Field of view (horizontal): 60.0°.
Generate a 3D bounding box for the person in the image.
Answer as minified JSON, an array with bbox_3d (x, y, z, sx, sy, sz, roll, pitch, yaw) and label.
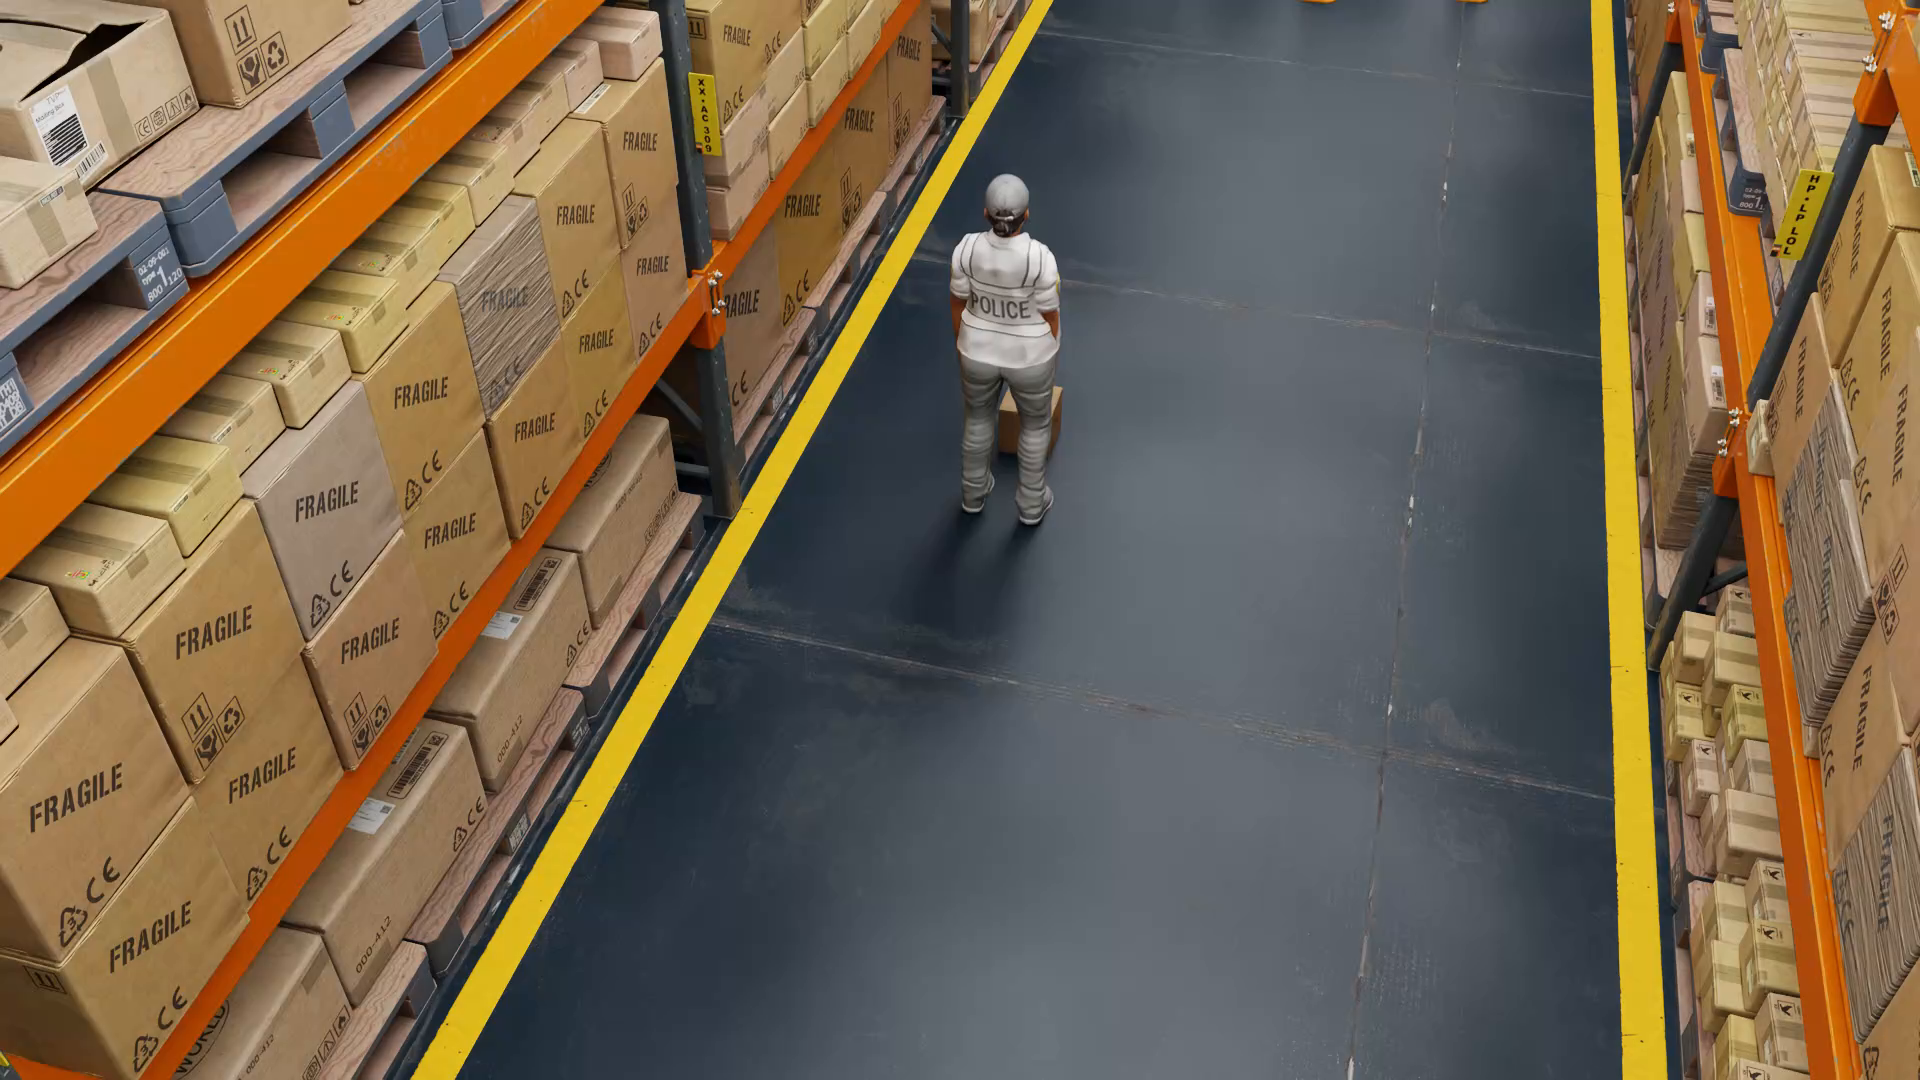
[{"bbox_3d":[0.192,-0.800,7.083,0.468,1.666,0.390,11,42,12],"label":"person"}]
